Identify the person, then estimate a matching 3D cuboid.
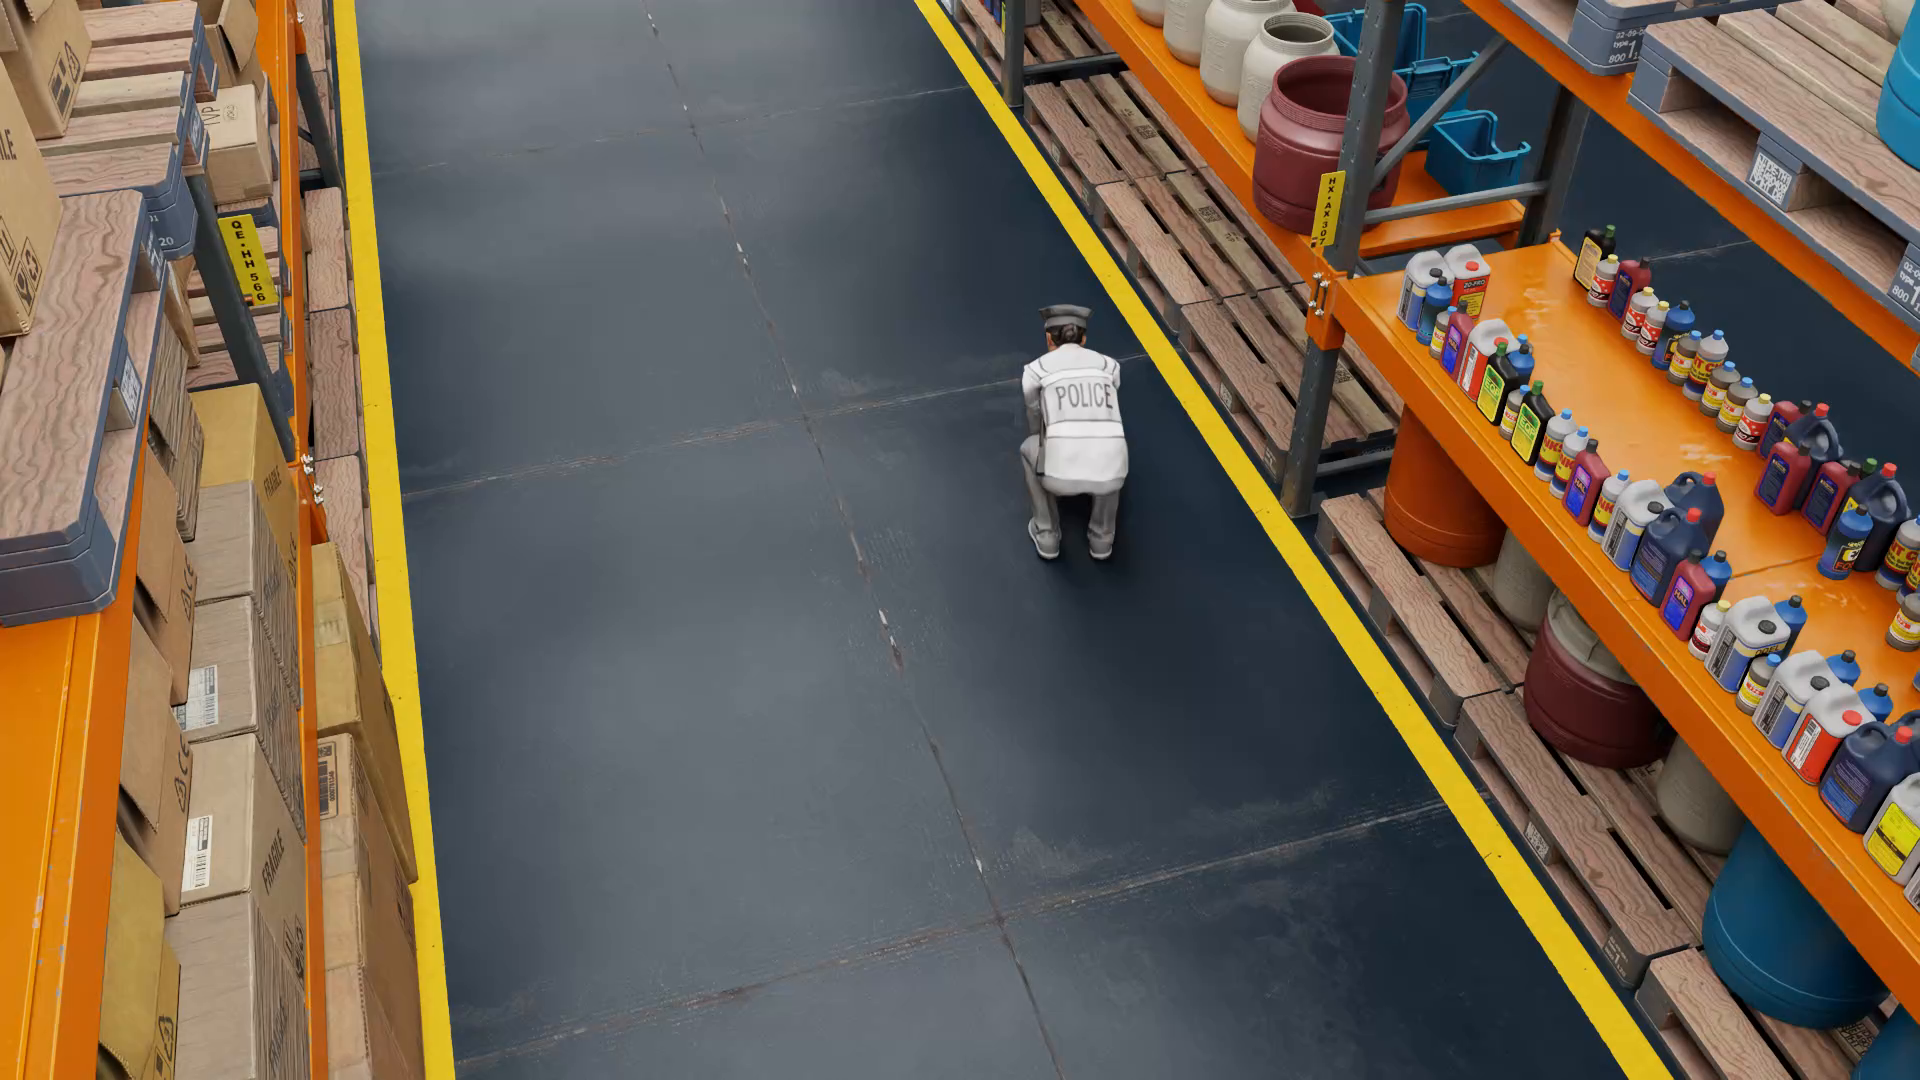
[{"bbox_3d":[0.493,-0.463,7.187,0.459,0.970,0.906,-1,43,-1],"label":"person"}]
